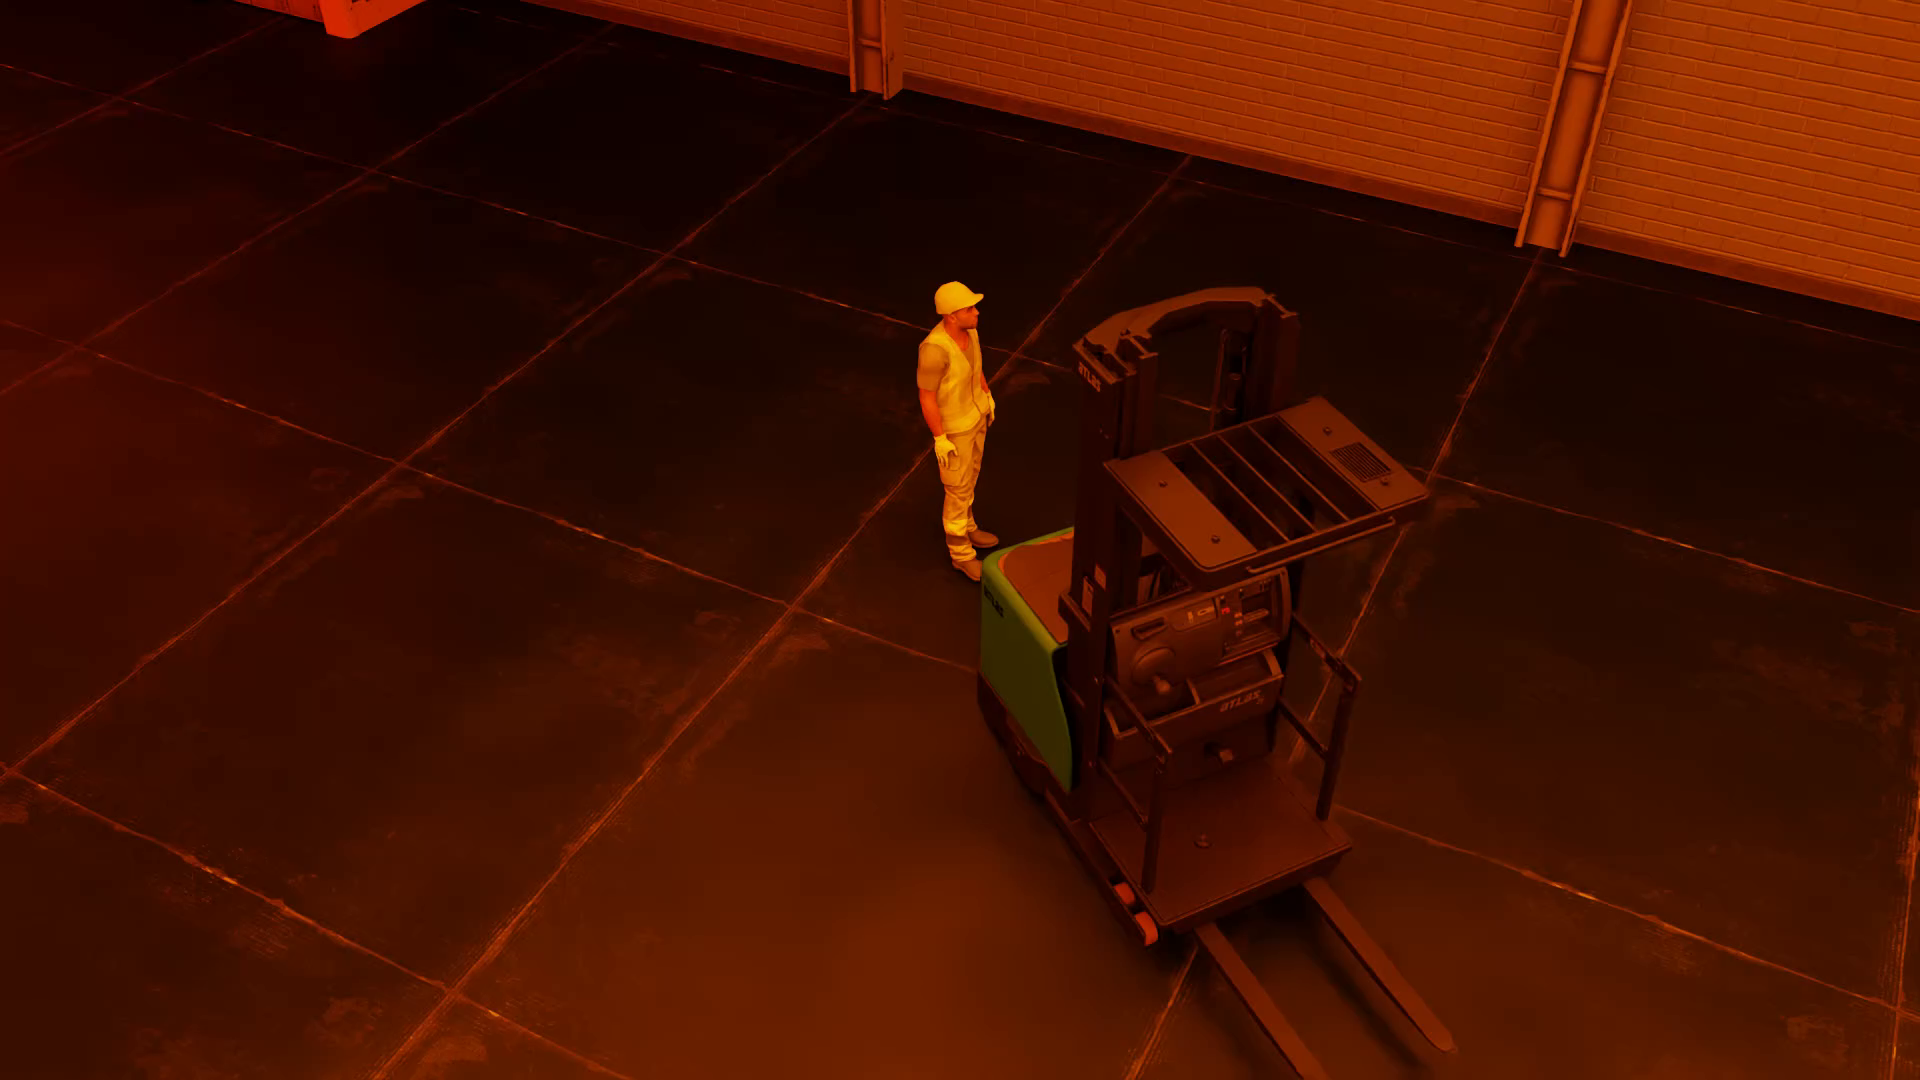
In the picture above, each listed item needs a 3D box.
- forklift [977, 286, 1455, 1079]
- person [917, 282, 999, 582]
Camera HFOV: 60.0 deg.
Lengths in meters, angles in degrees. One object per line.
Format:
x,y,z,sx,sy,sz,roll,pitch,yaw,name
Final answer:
1.199,0.492,7.402,1.130,2.935,3.031,-18,43,-20,forklift
0.065,-0.659,9.644,0.563,1.788,0.638,18,43,21,person
